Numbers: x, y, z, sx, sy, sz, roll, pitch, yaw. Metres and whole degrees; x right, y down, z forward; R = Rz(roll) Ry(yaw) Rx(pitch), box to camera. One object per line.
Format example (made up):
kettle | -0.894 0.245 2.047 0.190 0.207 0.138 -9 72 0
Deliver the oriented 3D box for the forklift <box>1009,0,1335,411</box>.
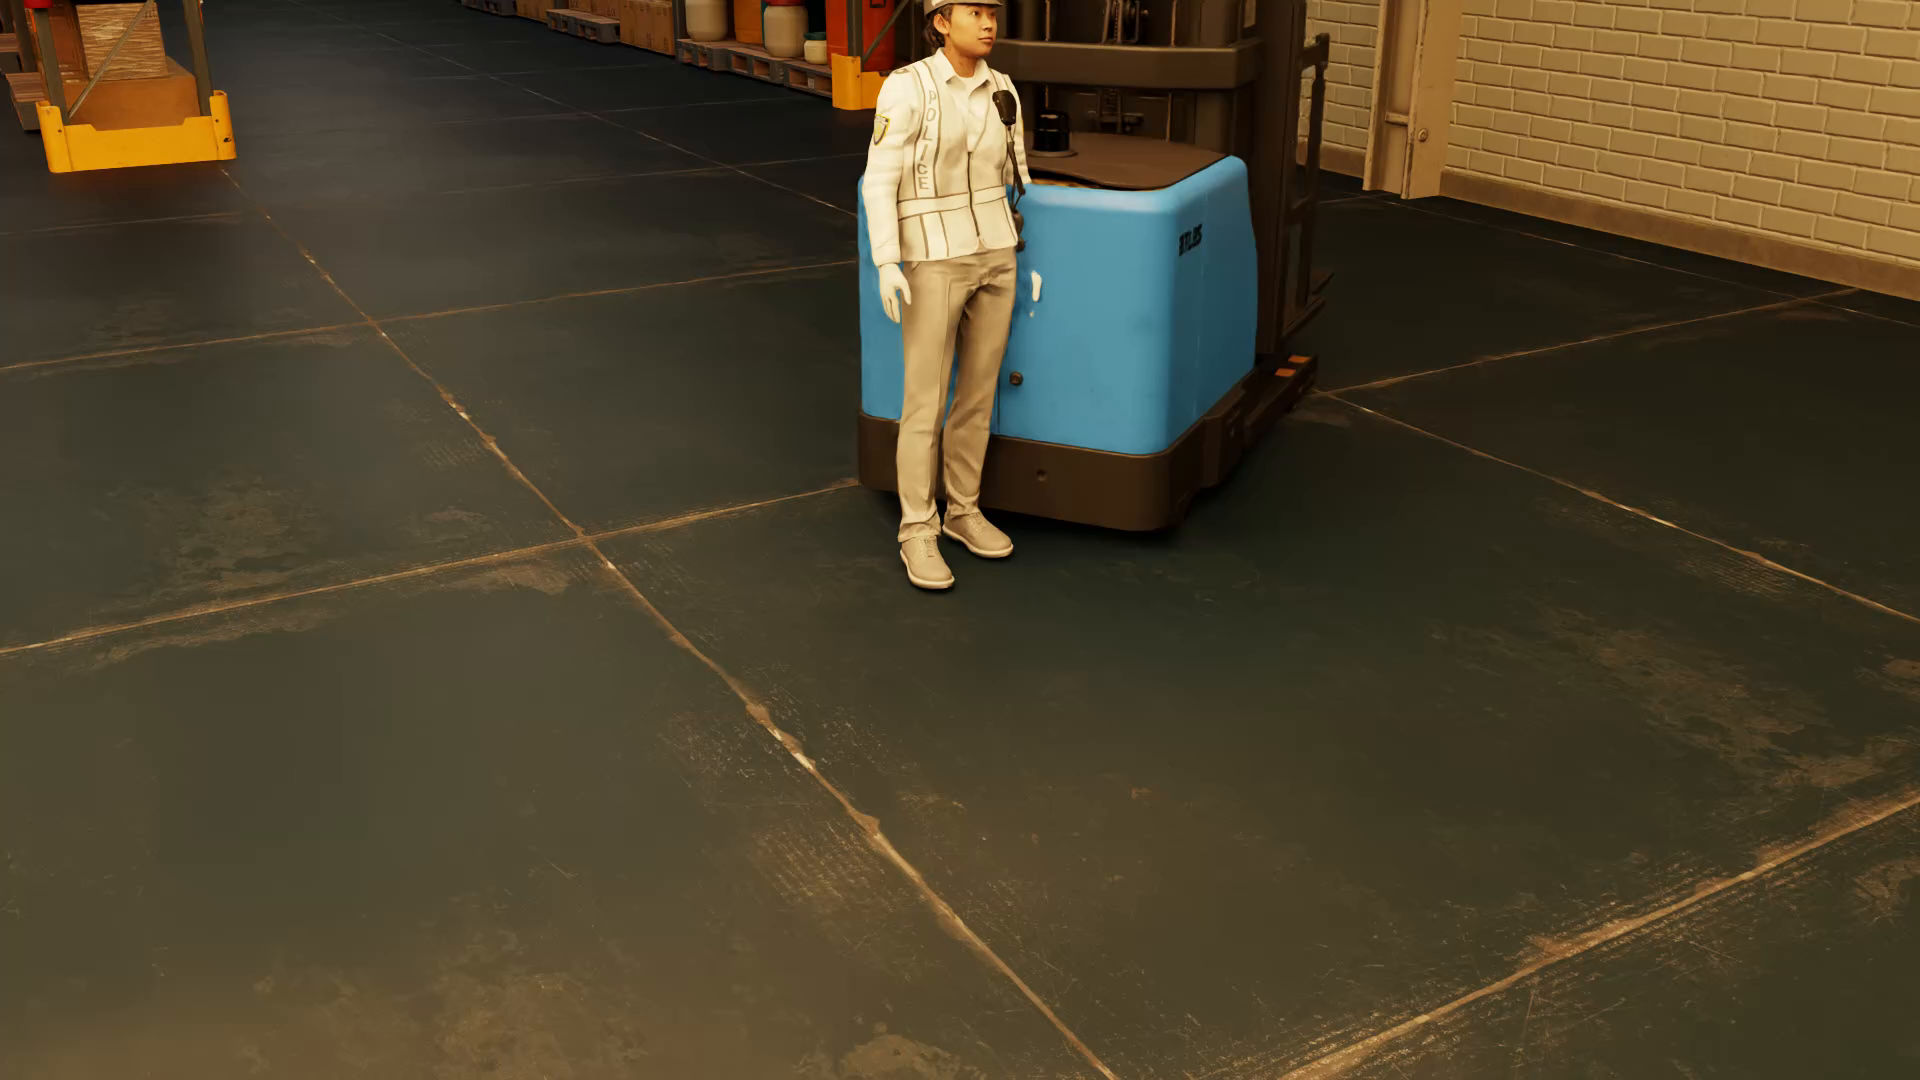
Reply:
forklift | 0.753 -1.905 5.917 1.121 2.935 3.031 10 24 23

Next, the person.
person | 0.028 -0.767 4.751 0.586 1.694 0.530 -12 25 -28
